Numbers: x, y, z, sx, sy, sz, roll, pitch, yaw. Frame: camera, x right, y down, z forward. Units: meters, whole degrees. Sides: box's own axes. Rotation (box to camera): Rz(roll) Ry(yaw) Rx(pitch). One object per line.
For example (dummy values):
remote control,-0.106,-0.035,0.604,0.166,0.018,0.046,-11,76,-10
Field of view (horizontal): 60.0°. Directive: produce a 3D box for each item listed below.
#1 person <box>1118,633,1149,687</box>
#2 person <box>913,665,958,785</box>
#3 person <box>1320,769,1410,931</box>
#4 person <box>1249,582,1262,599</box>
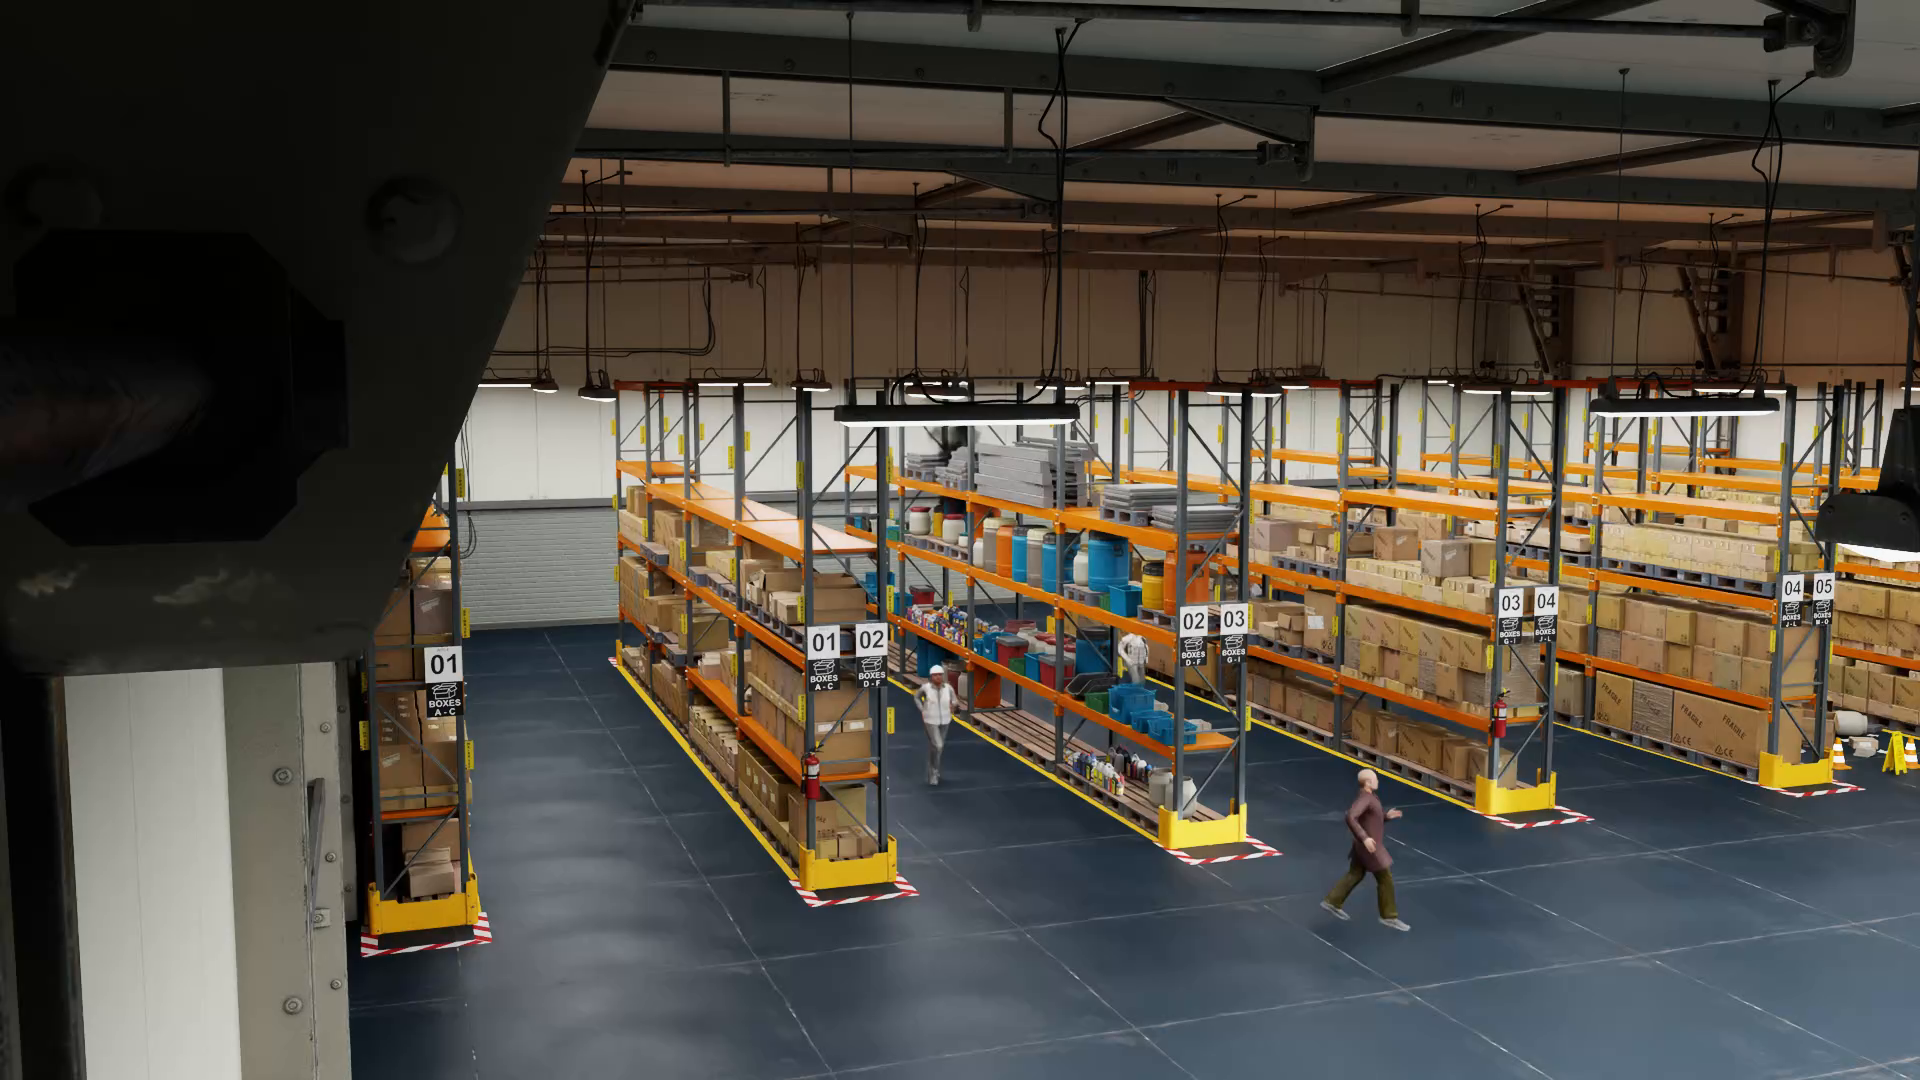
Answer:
person,3.198,2.276,30.575,0.627,1.680,0.635,-3,7,-22
person,-0.333,2.801,25.260,0.626,1.838,0.763,-2,7,-22
person,4.556,3.458,18.636,0.988,1.809,0.682,0,6,3
person,7.505,1.099,41.527,0.612,1.731,0.770,3,7,24
